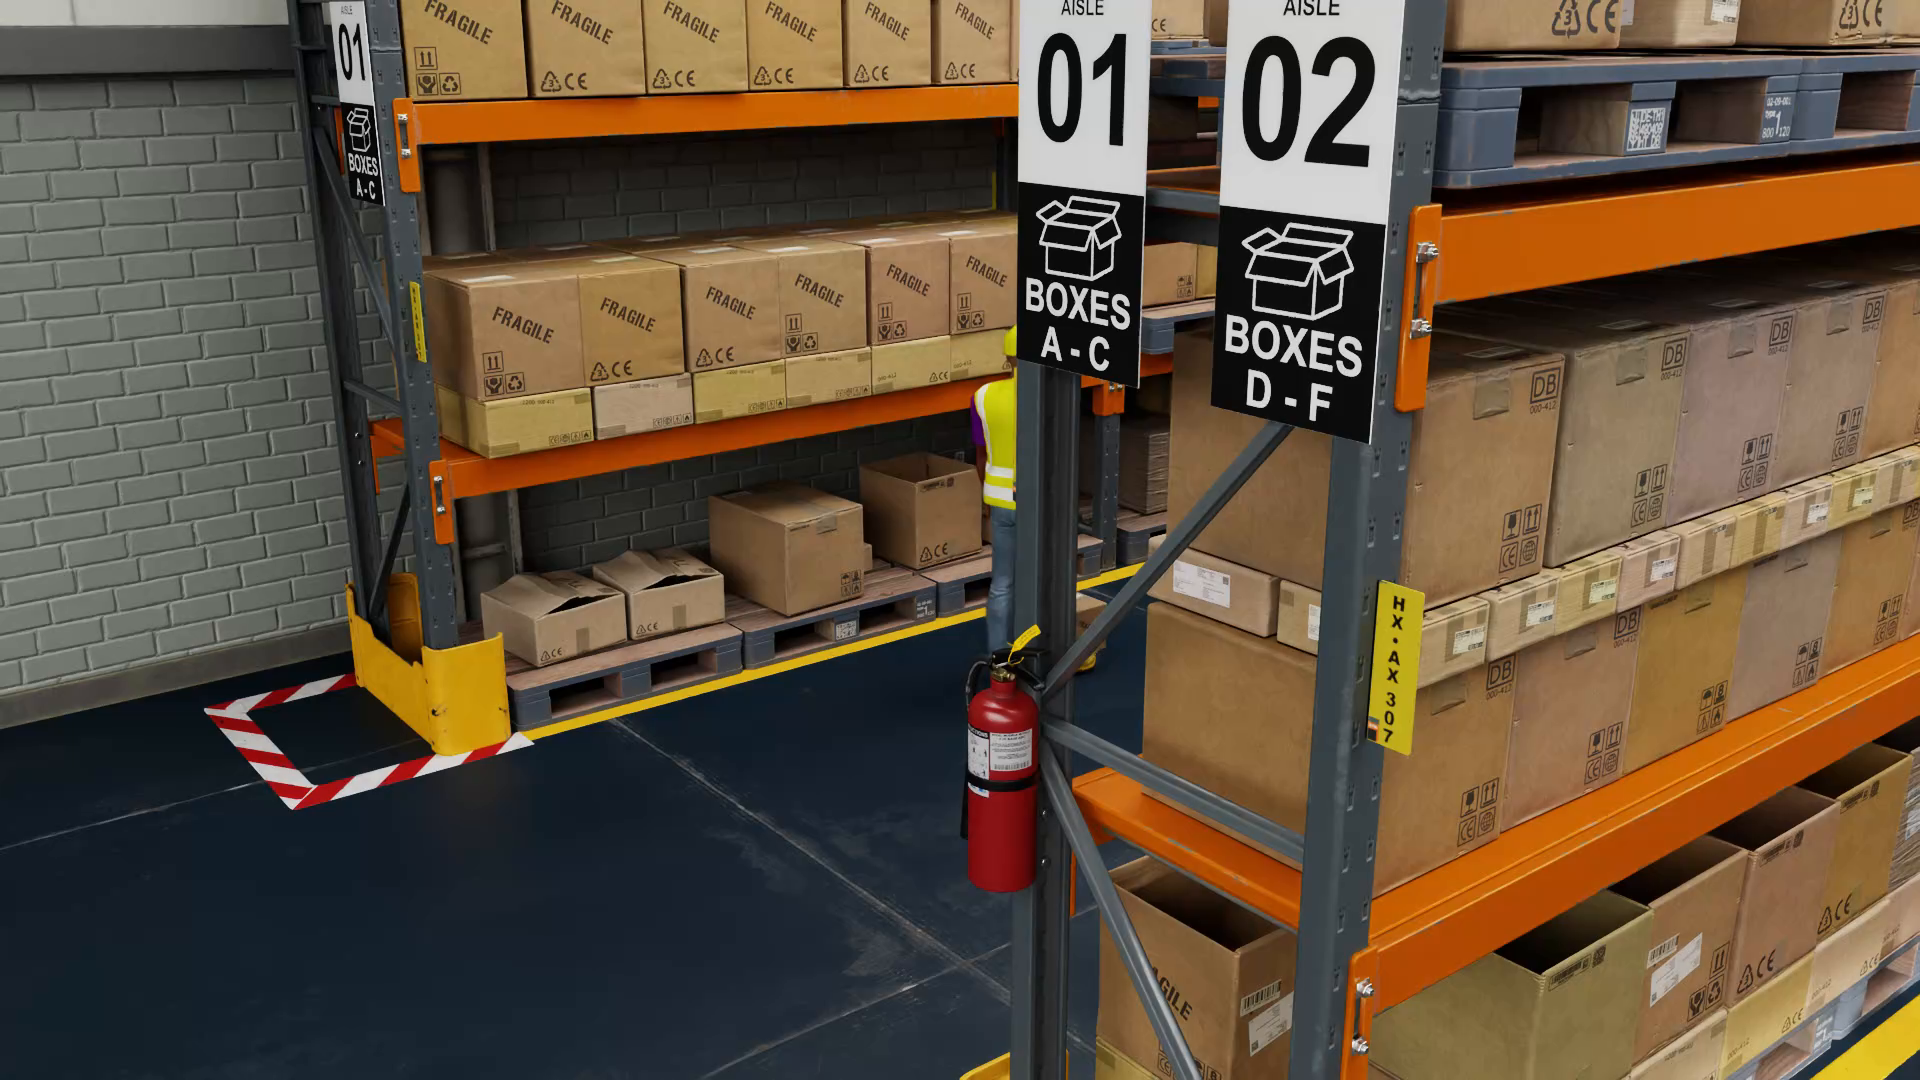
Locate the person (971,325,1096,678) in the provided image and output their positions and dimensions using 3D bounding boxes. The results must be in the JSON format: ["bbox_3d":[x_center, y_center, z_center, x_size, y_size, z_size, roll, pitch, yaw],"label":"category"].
[{"bbox_3d":[0.365,-0.191,8.100,0.569,1.771,0.496,12,21,33],"label":"person"}]
